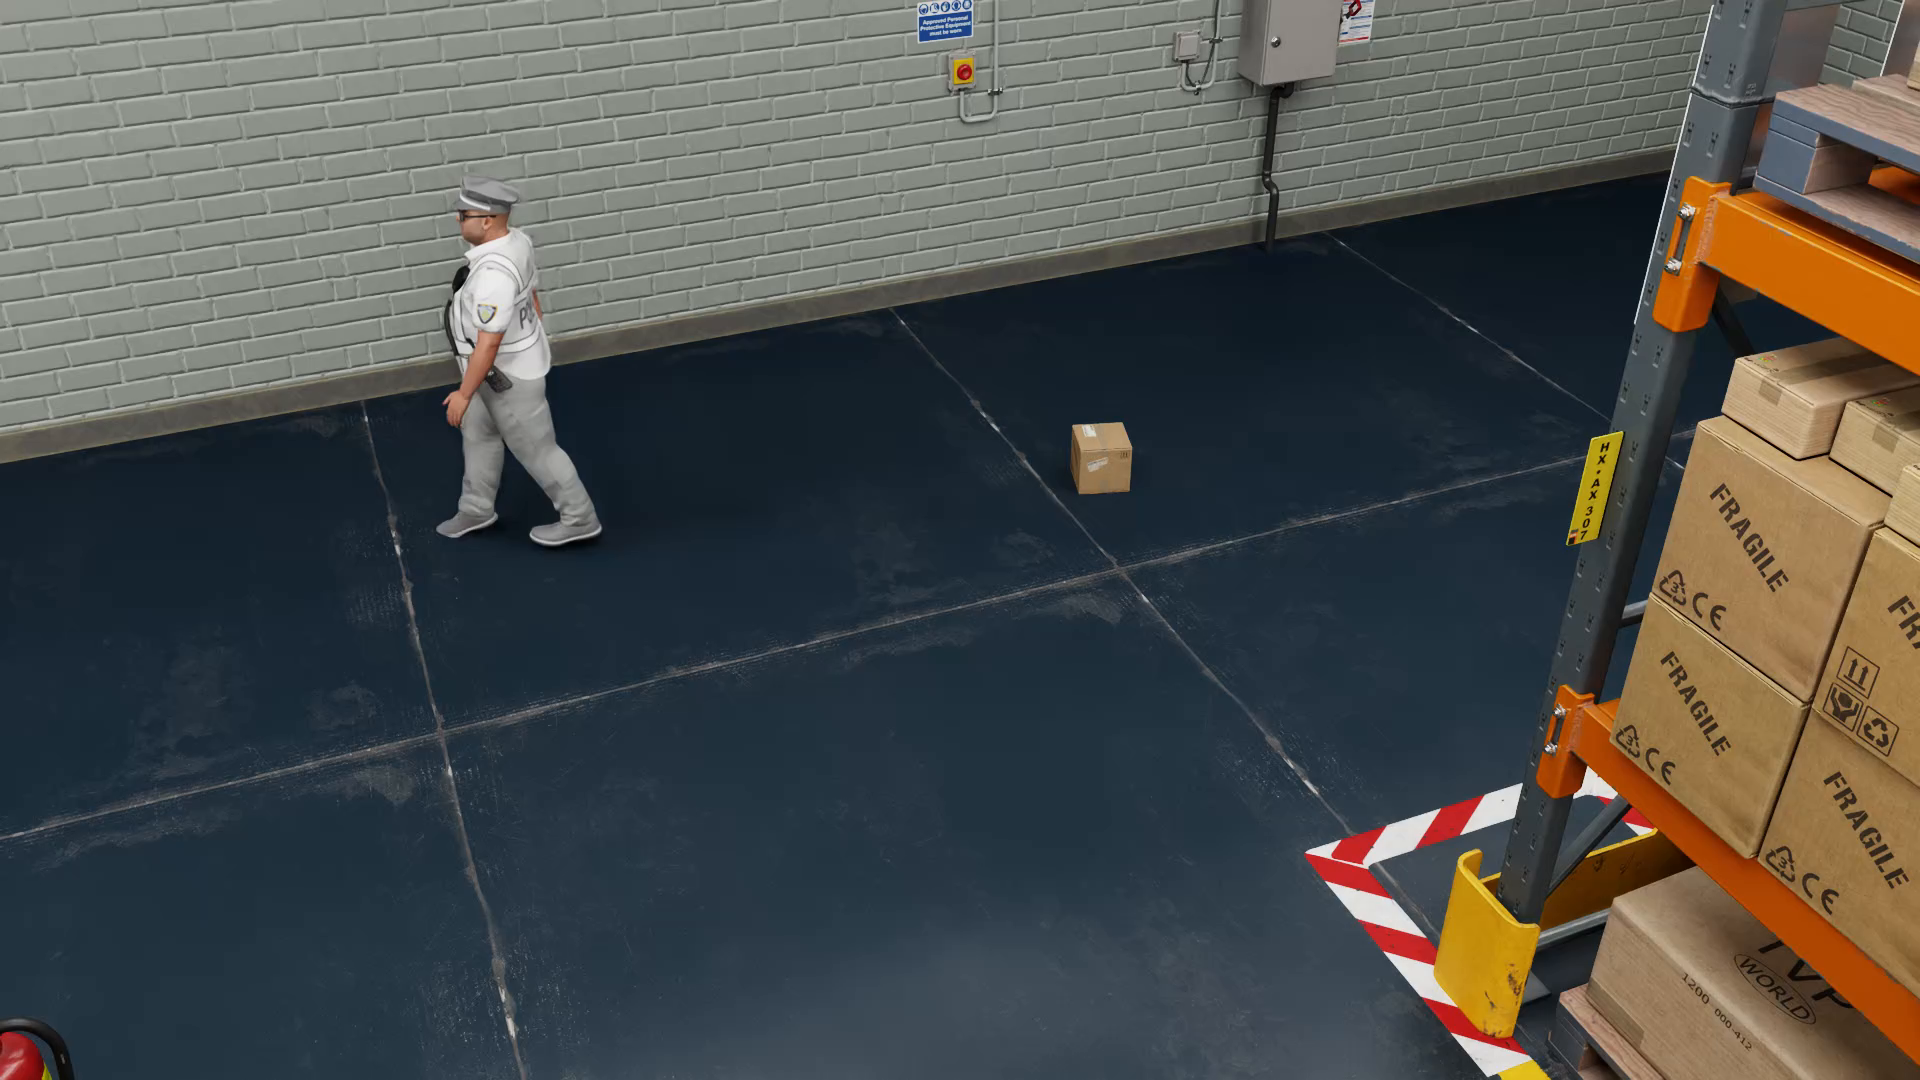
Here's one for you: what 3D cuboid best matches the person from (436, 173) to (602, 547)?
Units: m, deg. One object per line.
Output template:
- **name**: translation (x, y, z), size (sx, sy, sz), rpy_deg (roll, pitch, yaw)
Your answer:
- **person**: translation (-2.051, -0.714, 7.225), size (0.778, 1.812, 0.578), rpy_deg (-4, 33, -6)
